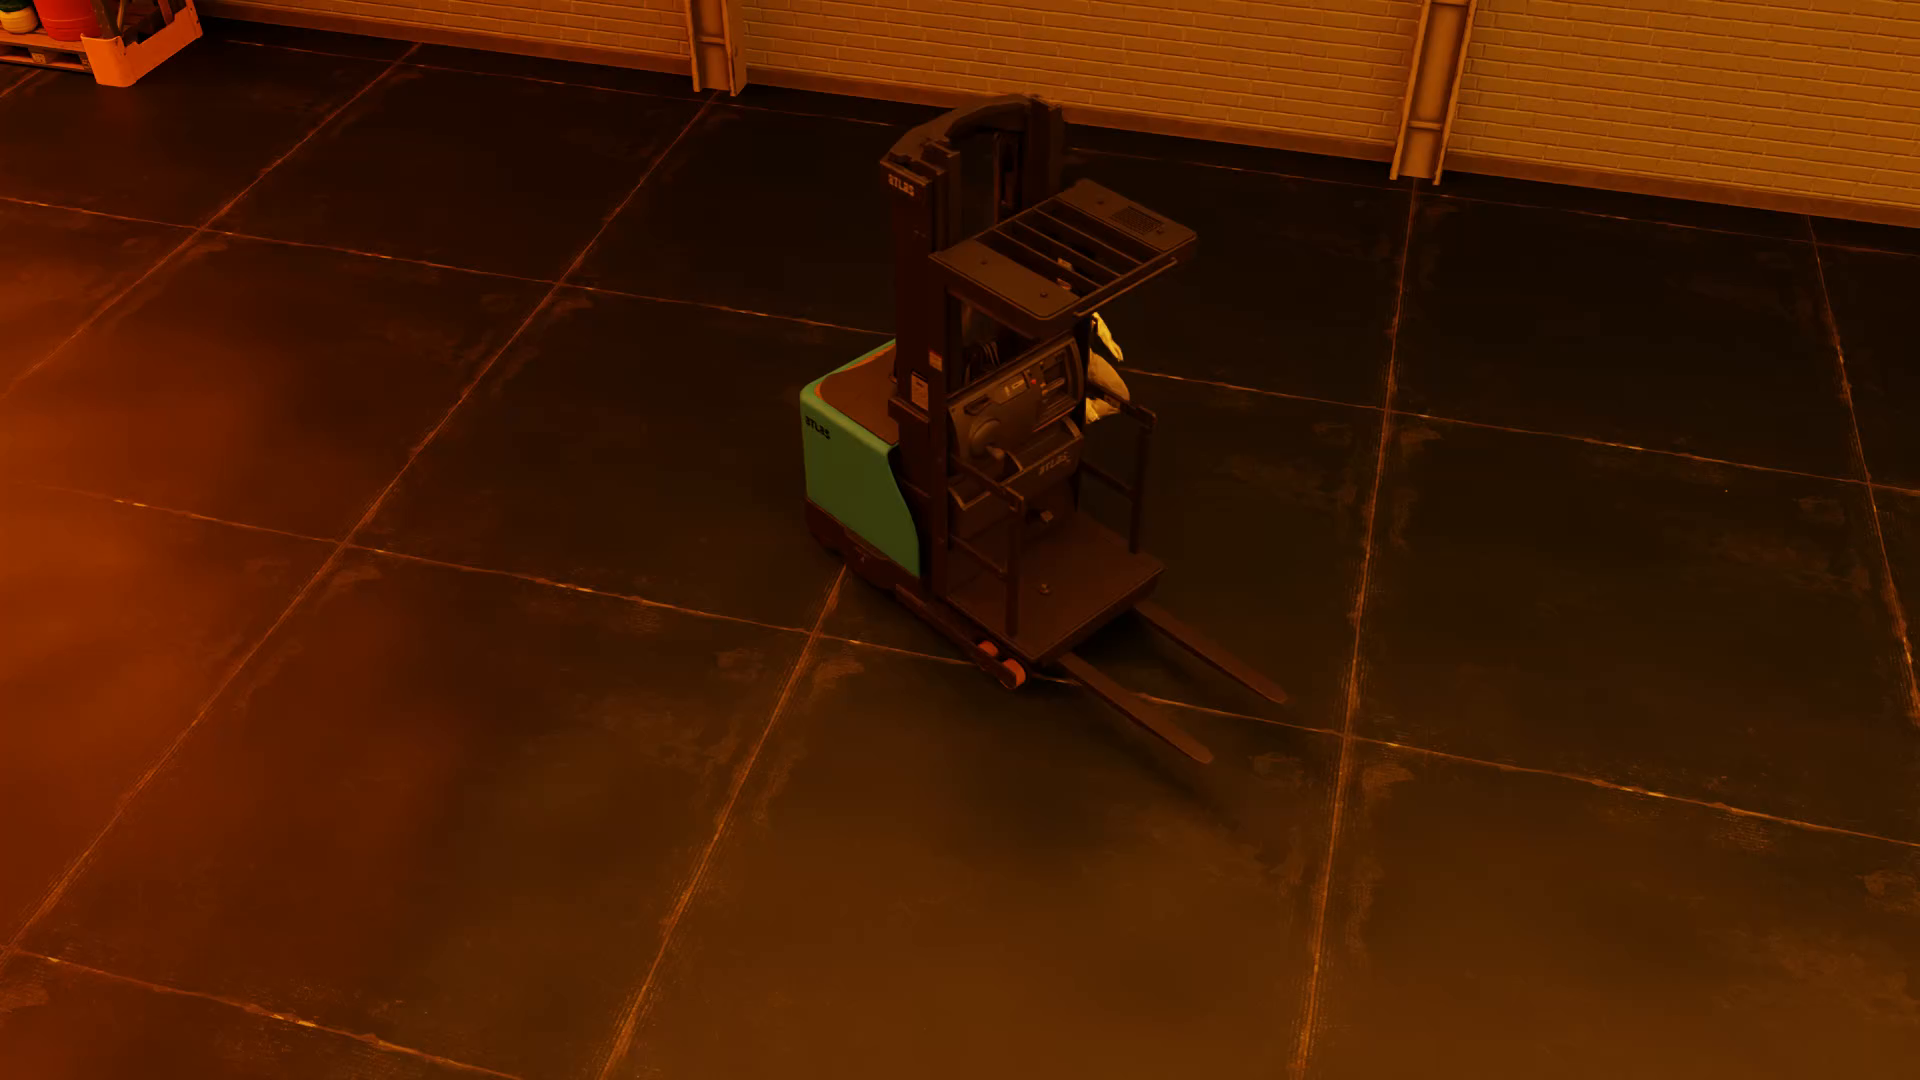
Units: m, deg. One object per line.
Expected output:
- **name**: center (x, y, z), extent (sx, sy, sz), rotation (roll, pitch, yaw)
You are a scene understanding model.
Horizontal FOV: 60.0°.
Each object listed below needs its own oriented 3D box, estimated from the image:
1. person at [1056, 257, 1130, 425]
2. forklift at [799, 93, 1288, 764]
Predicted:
- **person**: center (0.725, -1.011, 10.051), extent (0.630, 1.472, 0.729), rotation (28, 48, 28)
- **forklift**: center (0.449, -0.669, 8.625), extent (1.130, 2.935, 3.031), rotation (-32, 50, -31)
